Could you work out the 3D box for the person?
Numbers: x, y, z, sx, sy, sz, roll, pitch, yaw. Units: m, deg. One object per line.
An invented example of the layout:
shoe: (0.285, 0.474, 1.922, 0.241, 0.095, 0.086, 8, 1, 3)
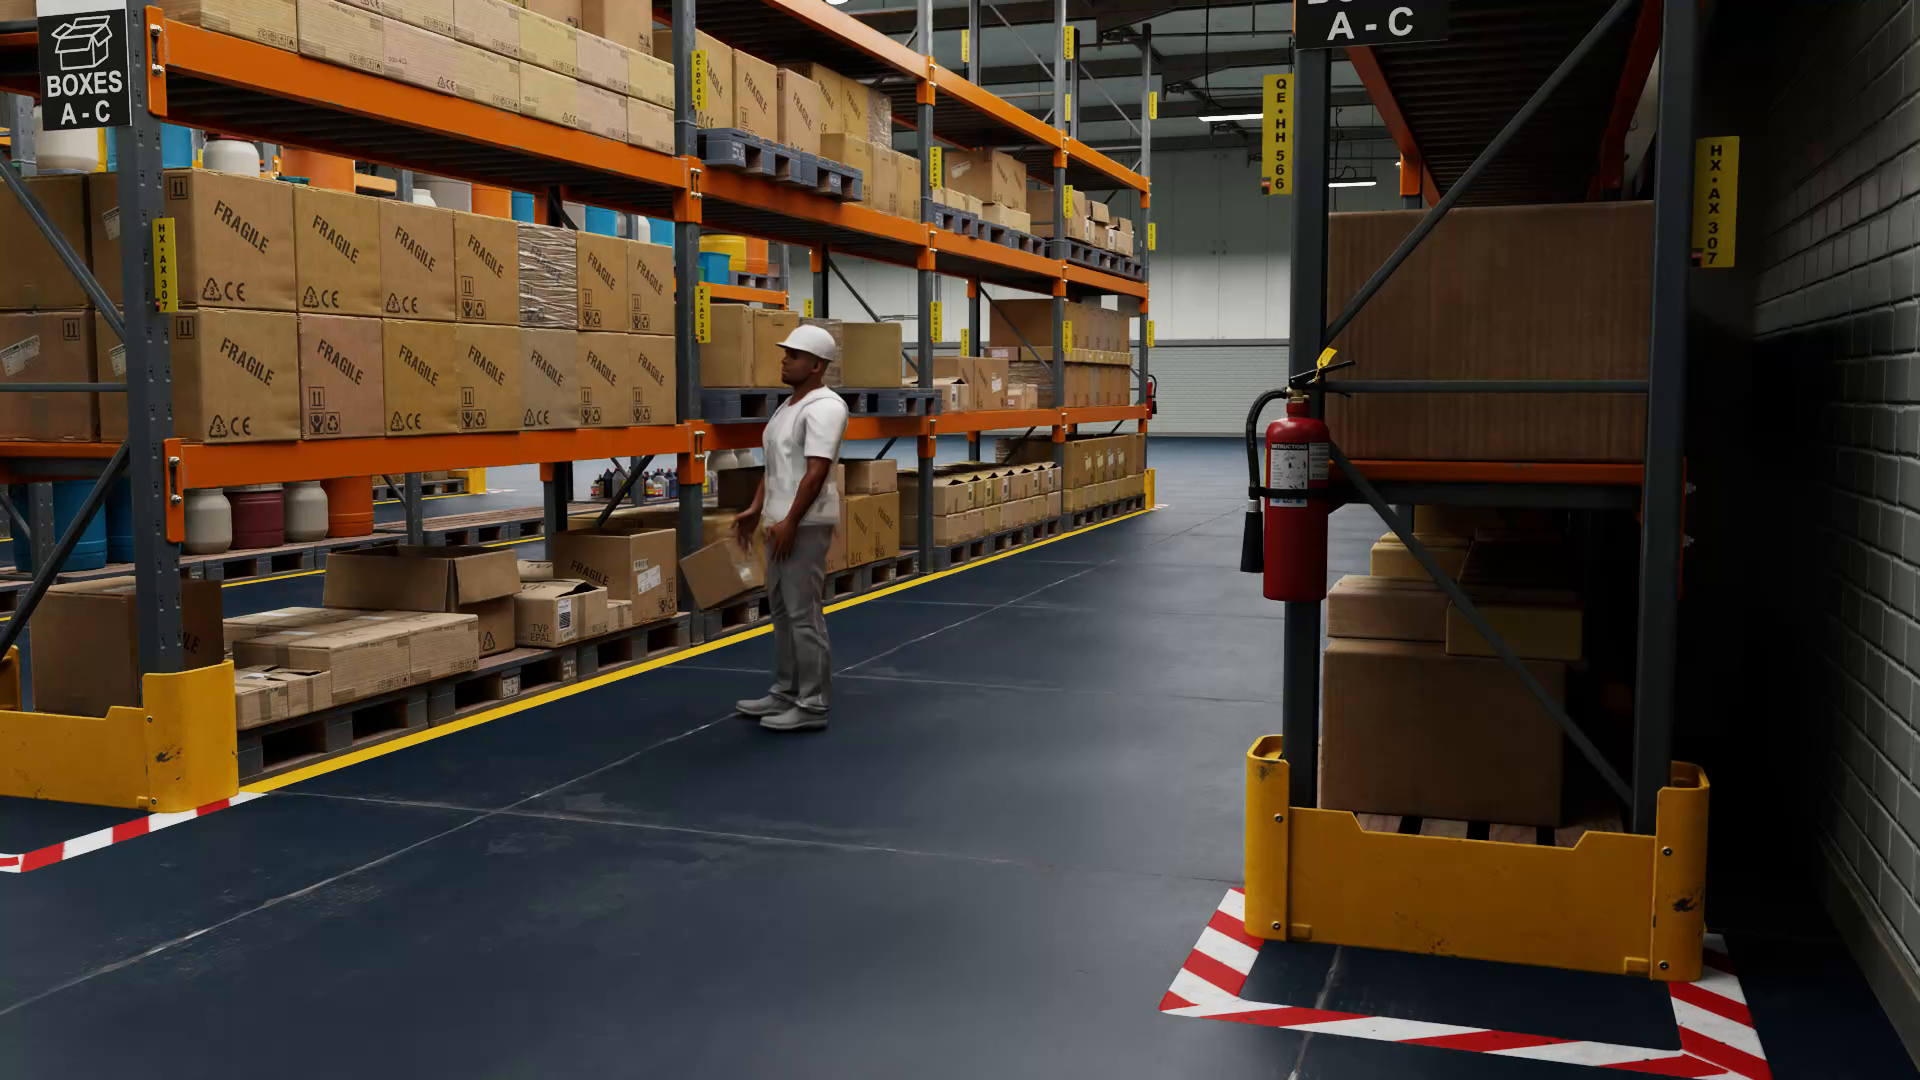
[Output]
person: (-0.759, -0.061, 7.385, 0.459, 1.770, 0.610, -2, 6, -21)
